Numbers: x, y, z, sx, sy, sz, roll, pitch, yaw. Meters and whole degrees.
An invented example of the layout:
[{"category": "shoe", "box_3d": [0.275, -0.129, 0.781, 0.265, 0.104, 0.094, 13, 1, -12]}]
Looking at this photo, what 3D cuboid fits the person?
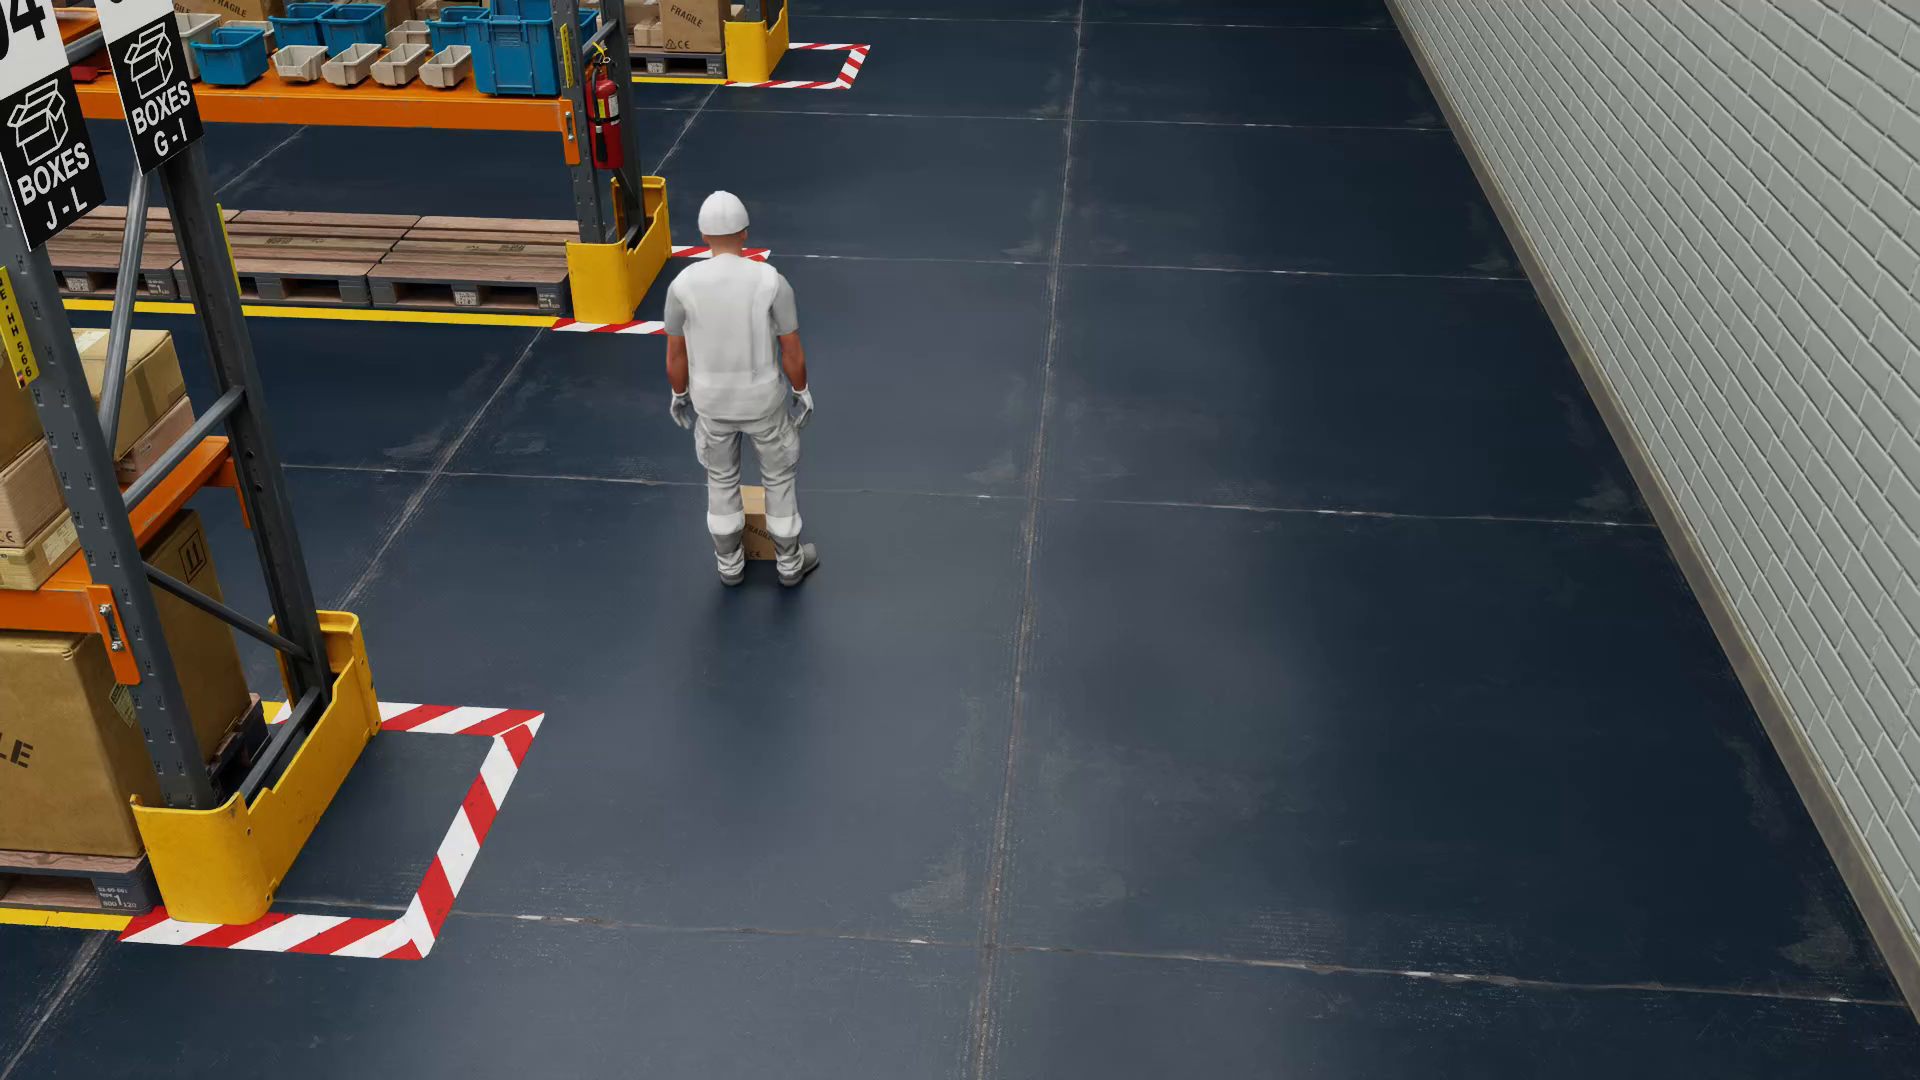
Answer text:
[{"category": "person", "box_3d": [-0.937, -0.609, 7.110, 0.615, 1.778, 0.453, 1, 32, 1]}]
